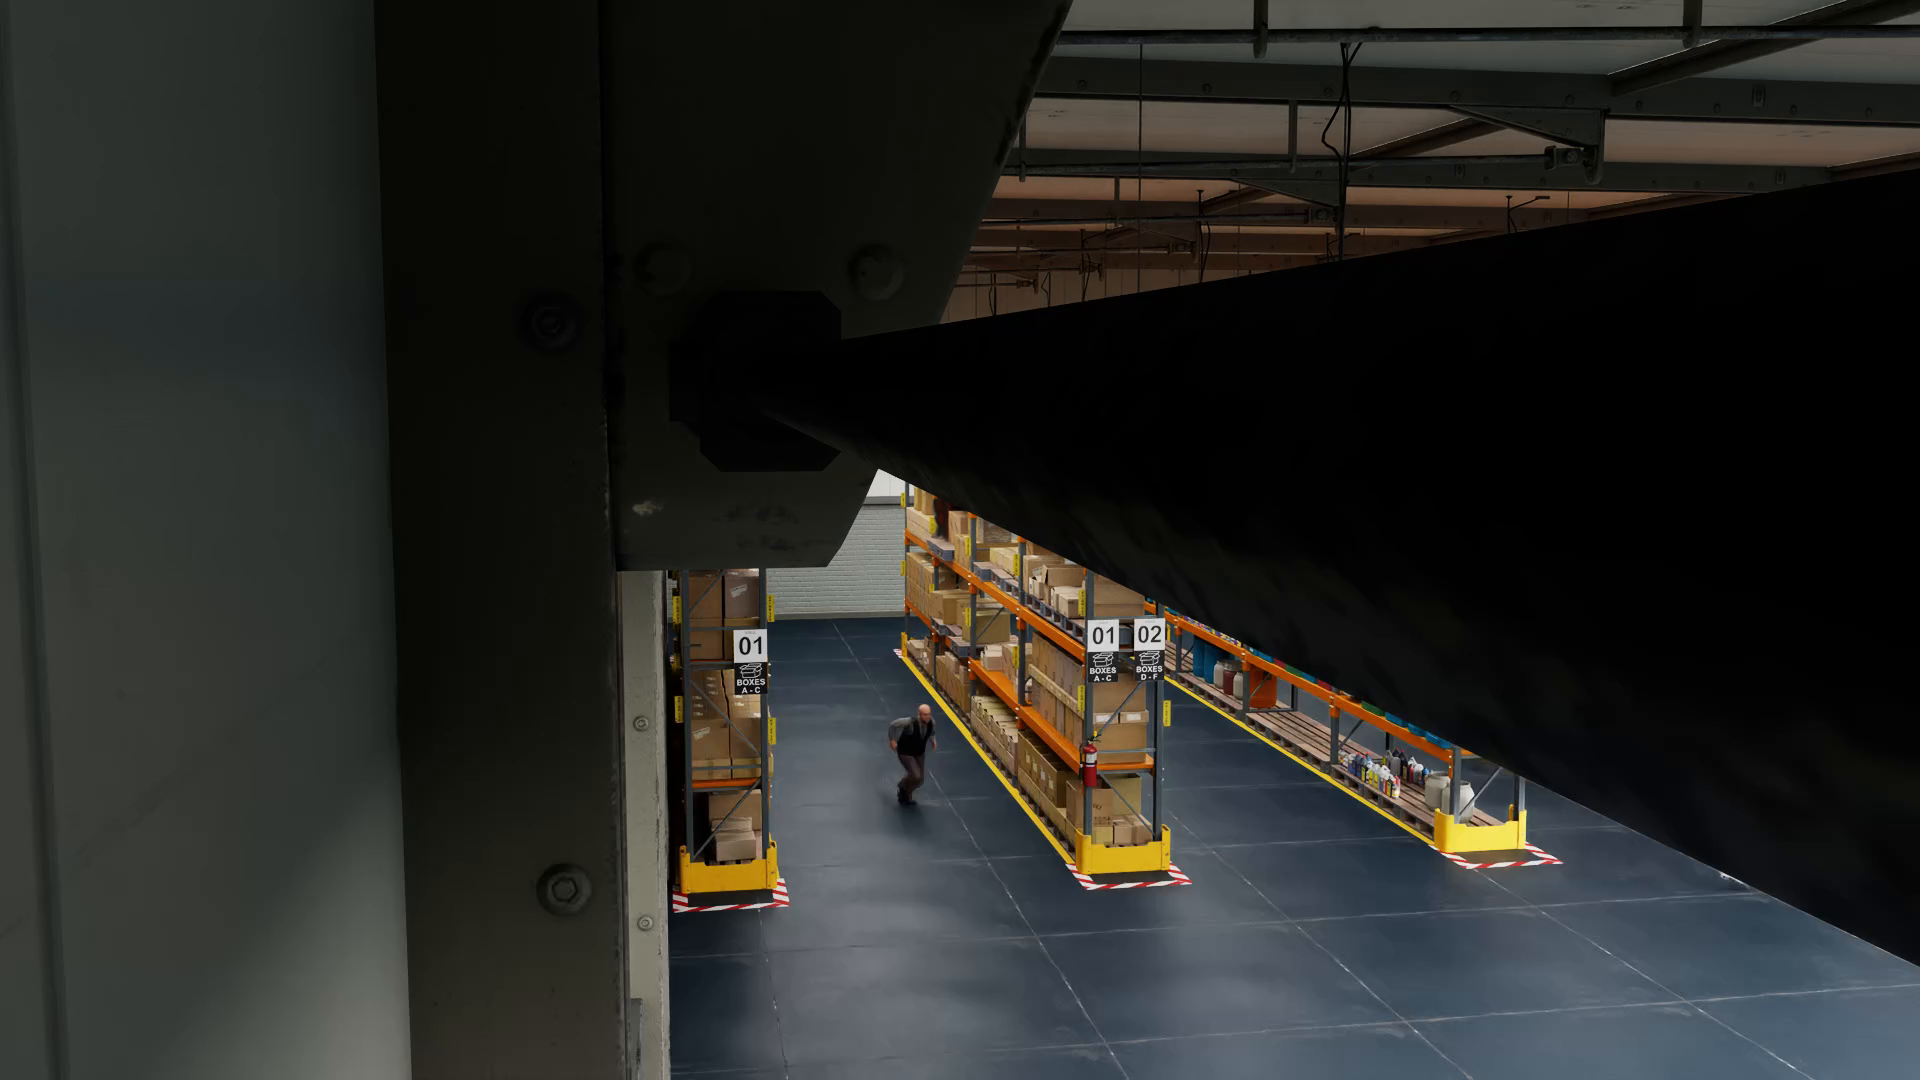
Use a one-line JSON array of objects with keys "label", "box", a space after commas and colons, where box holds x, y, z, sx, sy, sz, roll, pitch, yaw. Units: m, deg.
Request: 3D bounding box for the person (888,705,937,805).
[{"label": "person", "box": [-0.673, 3.094, 23.834, 0.685, 1.543, 0.865, -4, 7, -35]}]

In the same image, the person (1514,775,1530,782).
[{"label": "person", "box": [8.766, 2.931, 25.243, 0.694, 1.590, 0.828, -5, 8, -41]}]
